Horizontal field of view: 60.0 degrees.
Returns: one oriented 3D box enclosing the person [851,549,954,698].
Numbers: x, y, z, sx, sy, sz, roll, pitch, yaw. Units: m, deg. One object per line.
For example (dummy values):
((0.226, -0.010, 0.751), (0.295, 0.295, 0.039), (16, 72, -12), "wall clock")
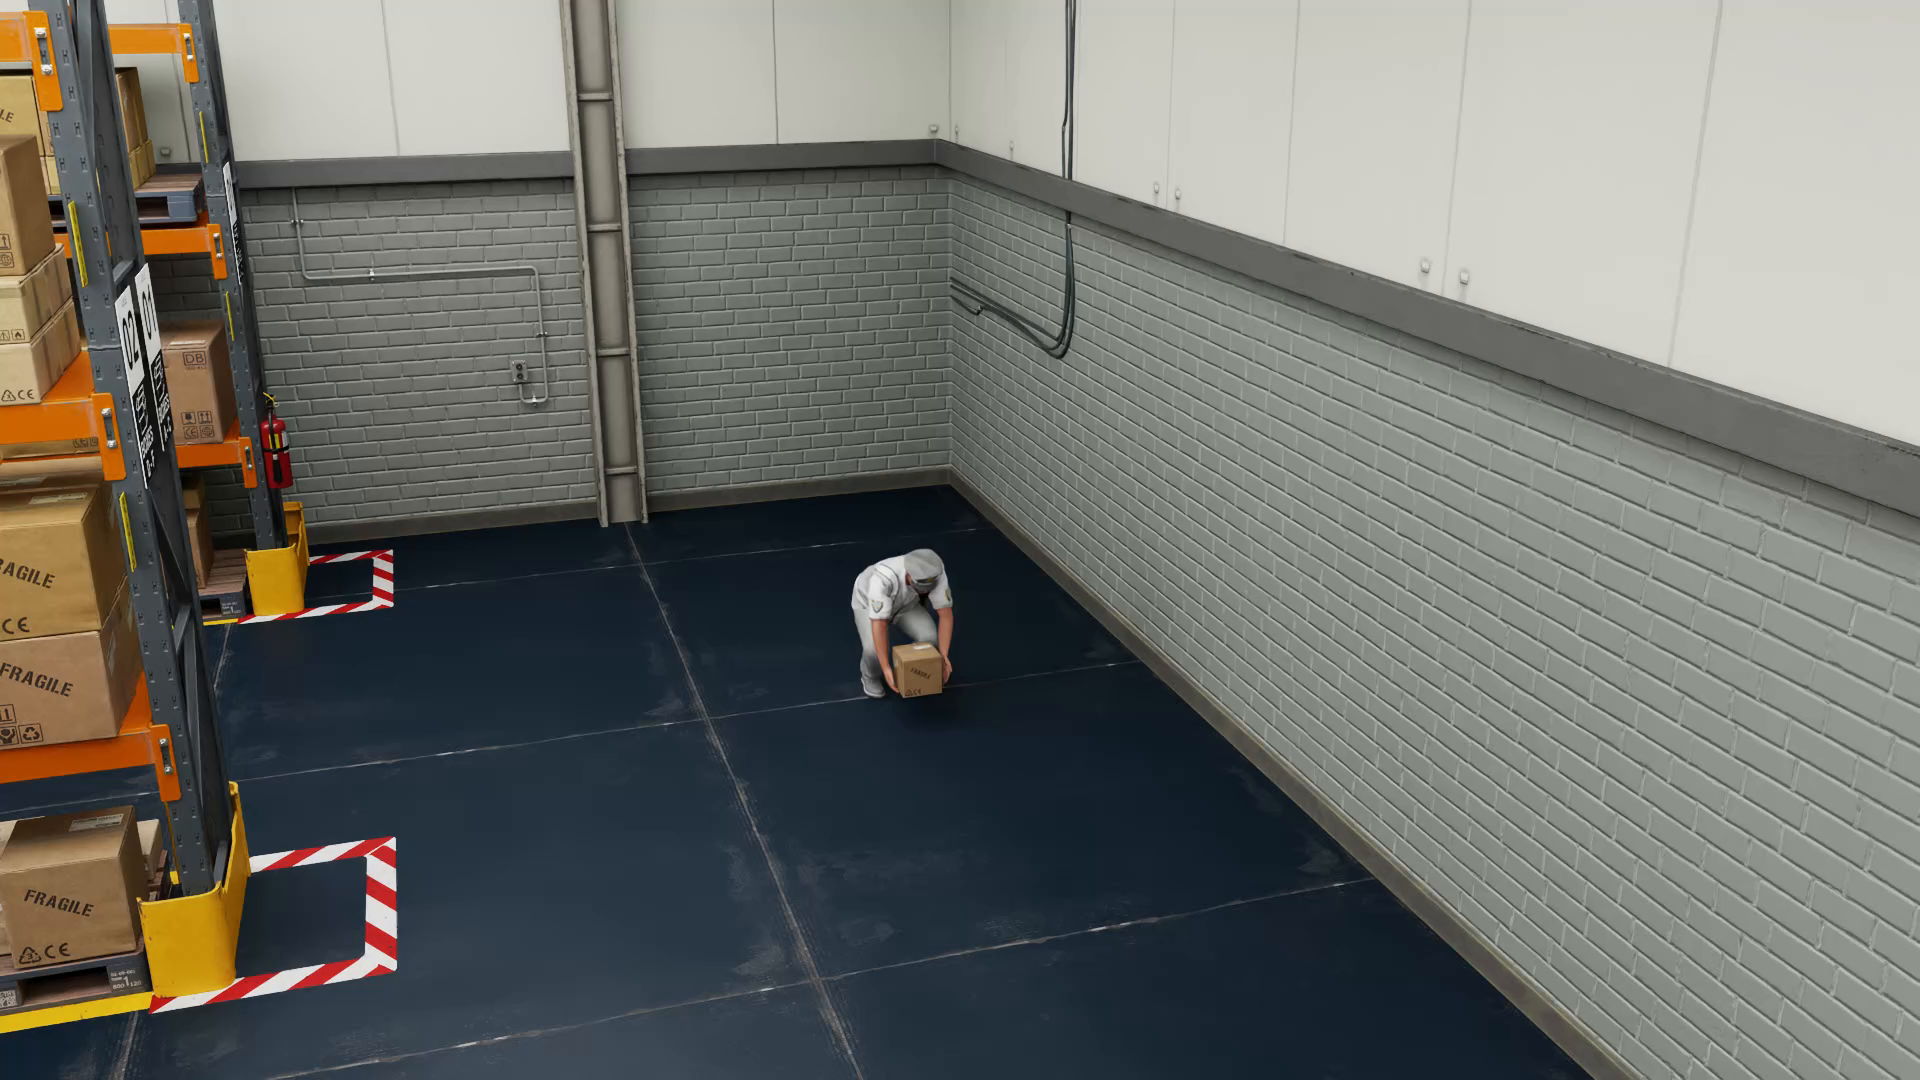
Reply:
((-0.365, 0.491, 10.669), (0.573, 1.082, 0.917), (-6, 20, -17), "person")
